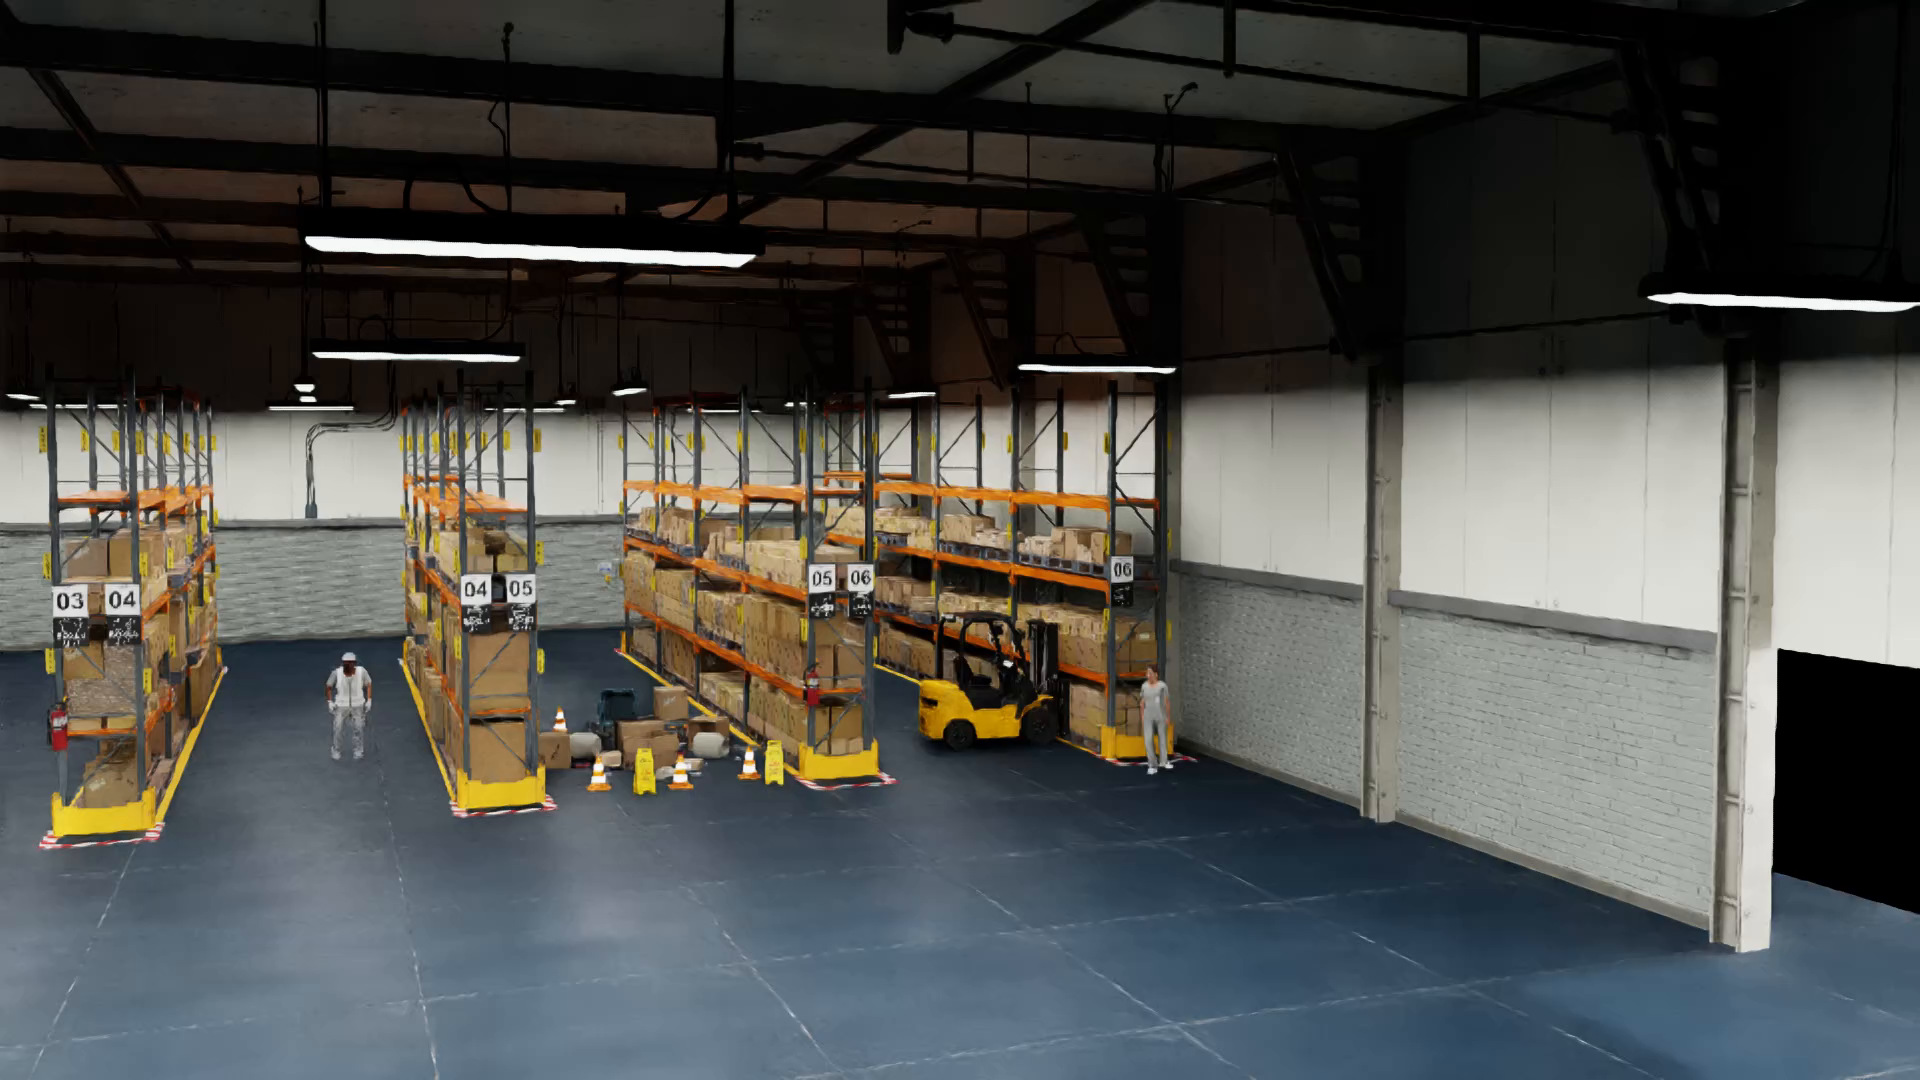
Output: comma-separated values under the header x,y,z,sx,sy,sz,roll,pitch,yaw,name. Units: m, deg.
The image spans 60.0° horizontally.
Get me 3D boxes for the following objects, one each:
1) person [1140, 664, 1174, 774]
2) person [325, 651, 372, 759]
x,y,z,sx,sy,sz,roll,pitch,yaw,name
2.993,2.700,25.299,0.503,1.657,0.561,1,3,16,person
-9.636,2.610,26.231,0.702,1.734,0.549,-1,4,-23,person
